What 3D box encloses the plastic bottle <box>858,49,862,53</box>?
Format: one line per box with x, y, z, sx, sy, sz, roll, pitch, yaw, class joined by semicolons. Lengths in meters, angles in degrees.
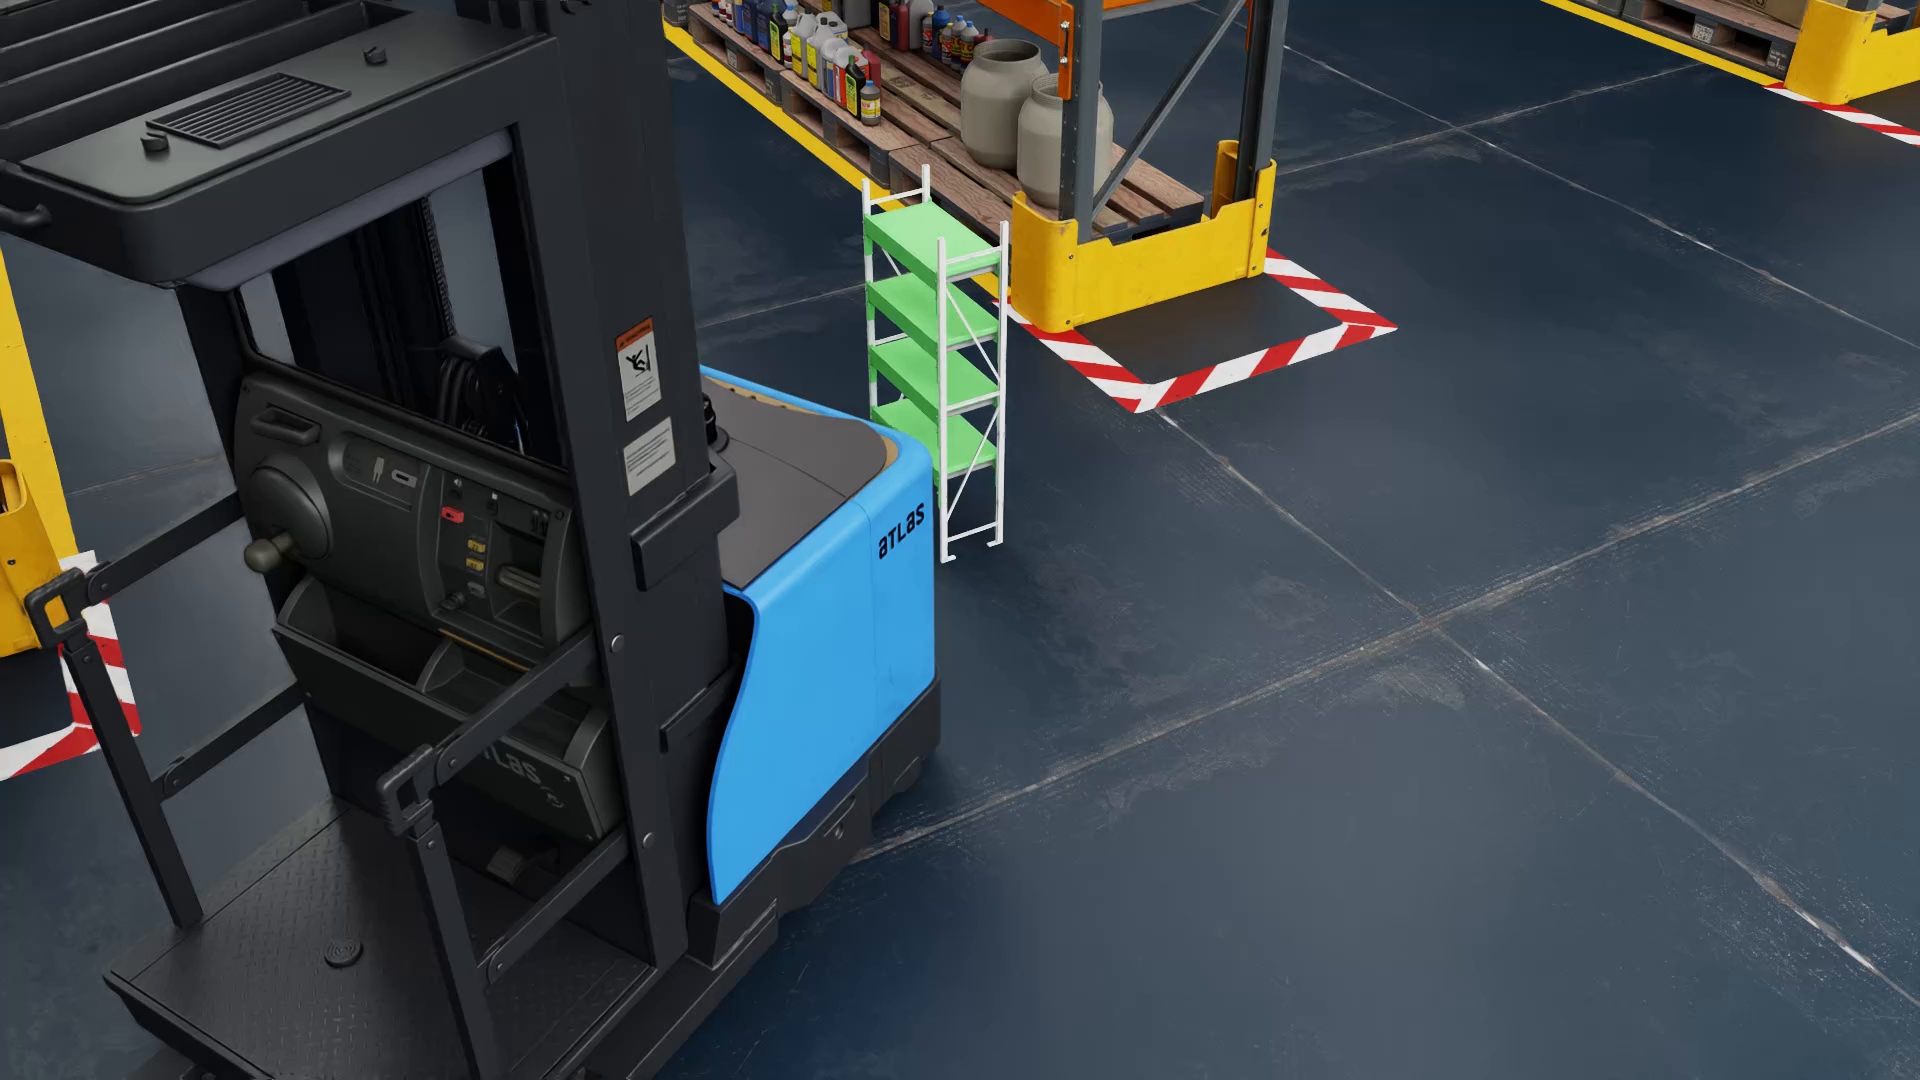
-0.513;-2.402;8.496;0.097;0.201;0.097;0;36;0;plastic bottle

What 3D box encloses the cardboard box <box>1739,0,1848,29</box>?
4.846;-3.246;9.414;0.500;0.500;0.500;-12;38;-16;cardboard box

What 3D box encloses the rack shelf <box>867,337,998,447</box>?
-0.083;-0.517;5.549;0.258;0.148;0.480;-19;40;-24;rack shelf

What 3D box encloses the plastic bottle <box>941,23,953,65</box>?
-0.050;-2.635;8.814;0.097;0.201;0.097;0;36;0;plastic bottle

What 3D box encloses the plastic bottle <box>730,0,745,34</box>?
-1.179;-2.963;9.200;0.152;0.276;0.135;-17;40;-22;plastic bottle

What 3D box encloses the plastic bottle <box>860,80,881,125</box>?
-0.438;-2.149;8.148;0.097;0.201;0.097;0;36;0;plastic bottle

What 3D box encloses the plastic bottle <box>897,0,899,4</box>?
-0.315;-2.937;9.100;0.144;0.351;0.185;-19;40;-24;plastic bottle

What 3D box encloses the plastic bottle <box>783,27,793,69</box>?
-0.883;-2.600;8.766;0.097;0.201;0.097;0;36;0;plastic bottle

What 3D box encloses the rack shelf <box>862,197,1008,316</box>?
-0.083;-0.905;5.266;0.258;0.148;0.480;-19;40;-24;rack shelf

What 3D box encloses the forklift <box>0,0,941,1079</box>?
-1.256;0.021;3.237;1.130;2.935;3.031;20;41;25;forklift

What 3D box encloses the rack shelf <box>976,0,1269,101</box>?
-0.142;-3.024;7.957;1.077;0.370;4.000;-19;40;-24;rack shelf

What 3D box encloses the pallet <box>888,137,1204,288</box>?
0.381;-1.609;7.774;1.003;0.211;1.213;-19;40;-24;pallet

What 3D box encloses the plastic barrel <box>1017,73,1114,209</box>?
0.467;-1.772;7.386;0.421;0.512;0.421;0;36;0;plastic barrel

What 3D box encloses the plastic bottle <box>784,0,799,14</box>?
-0.922;-2.837;9.032;0.097;0.271;0.097;0;36;0;plastic bottle

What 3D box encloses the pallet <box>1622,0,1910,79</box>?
4.730;-3.099;9.815;1.003;0.211;1.213;-19;40;-24;pallet

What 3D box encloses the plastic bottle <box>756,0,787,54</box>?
-1.005;-2.811;8.929;0.144;0.351;0.185;-21;41;-26;plastic bottle

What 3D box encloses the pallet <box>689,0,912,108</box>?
-0.845;-2.853;9.478;1.003;0.211;1.213;-19;40;-24;pallet

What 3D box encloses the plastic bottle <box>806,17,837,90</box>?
-0.698;-2.500;8.502;0.144;0.351;0.185;-17;40;-22;plastic bottle

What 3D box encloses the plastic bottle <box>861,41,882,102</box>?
-0.450;-2.350;8.355;0.061;0.283;0.133;-19;40;-24;plastic bottle

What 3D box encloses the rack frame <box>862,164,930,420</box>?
-0.206;-0.693;5.682;0.240;1.200;0.015;-19;40;-24;rack frame

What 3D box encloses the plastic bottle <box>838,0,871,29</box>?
-0.593;-3.014;9.270;0.152;0.276;0.135;-19;40;-24;plastic bottle

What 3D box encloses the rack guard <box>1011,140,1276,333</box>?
0.784;-1.310;7.119;1.175;0.500;0.348;-19;40;-24;rack guard

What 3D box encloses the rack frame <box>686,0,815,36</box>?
-1.146;-4.334;9.141;1.000;3.000;0.127;-19;40;-24;rack frame

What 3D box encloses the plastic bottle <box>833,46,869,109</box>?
-0.541;-2.315;8.313;0.152;0.276;0.135;-19;40;-24;plastic bottle

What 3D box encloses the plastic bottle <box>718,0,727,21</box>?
-1.314;-3.038;9.365;0.097;0.201;0.097;0;36;0;plastic bottle

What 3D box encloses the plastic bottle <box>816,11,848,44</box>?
-0.676;-2.621;8.732;0.152;0.276;0.135;-19;40;-24;plastic bottle

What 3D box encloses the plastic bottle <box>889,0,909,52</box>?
-0.328;-2.793;8.961;0.061;0.283;0.133;-19;40;-24;plastic bottle

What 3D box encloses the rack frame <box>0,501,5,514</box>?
-3.421;-0.828;4.341;1.000;3.000;0.127;-19;40;-24;rack frame

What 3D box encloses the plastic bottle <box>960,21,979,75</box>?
0.050;-2.562;8.655;0.097;0.271;0.097;0;36;0;plastic bottle

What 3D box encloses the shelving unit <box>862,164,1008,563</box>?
-0.083;-0.569;5.512;0.258;1.200;0.503;-19;40;-24;shelving unit

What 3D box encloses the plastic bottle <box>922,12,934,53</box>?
-0.154;-2.740;8.958;0.097;0.201;0.097;0;36;0;plastic bottle
